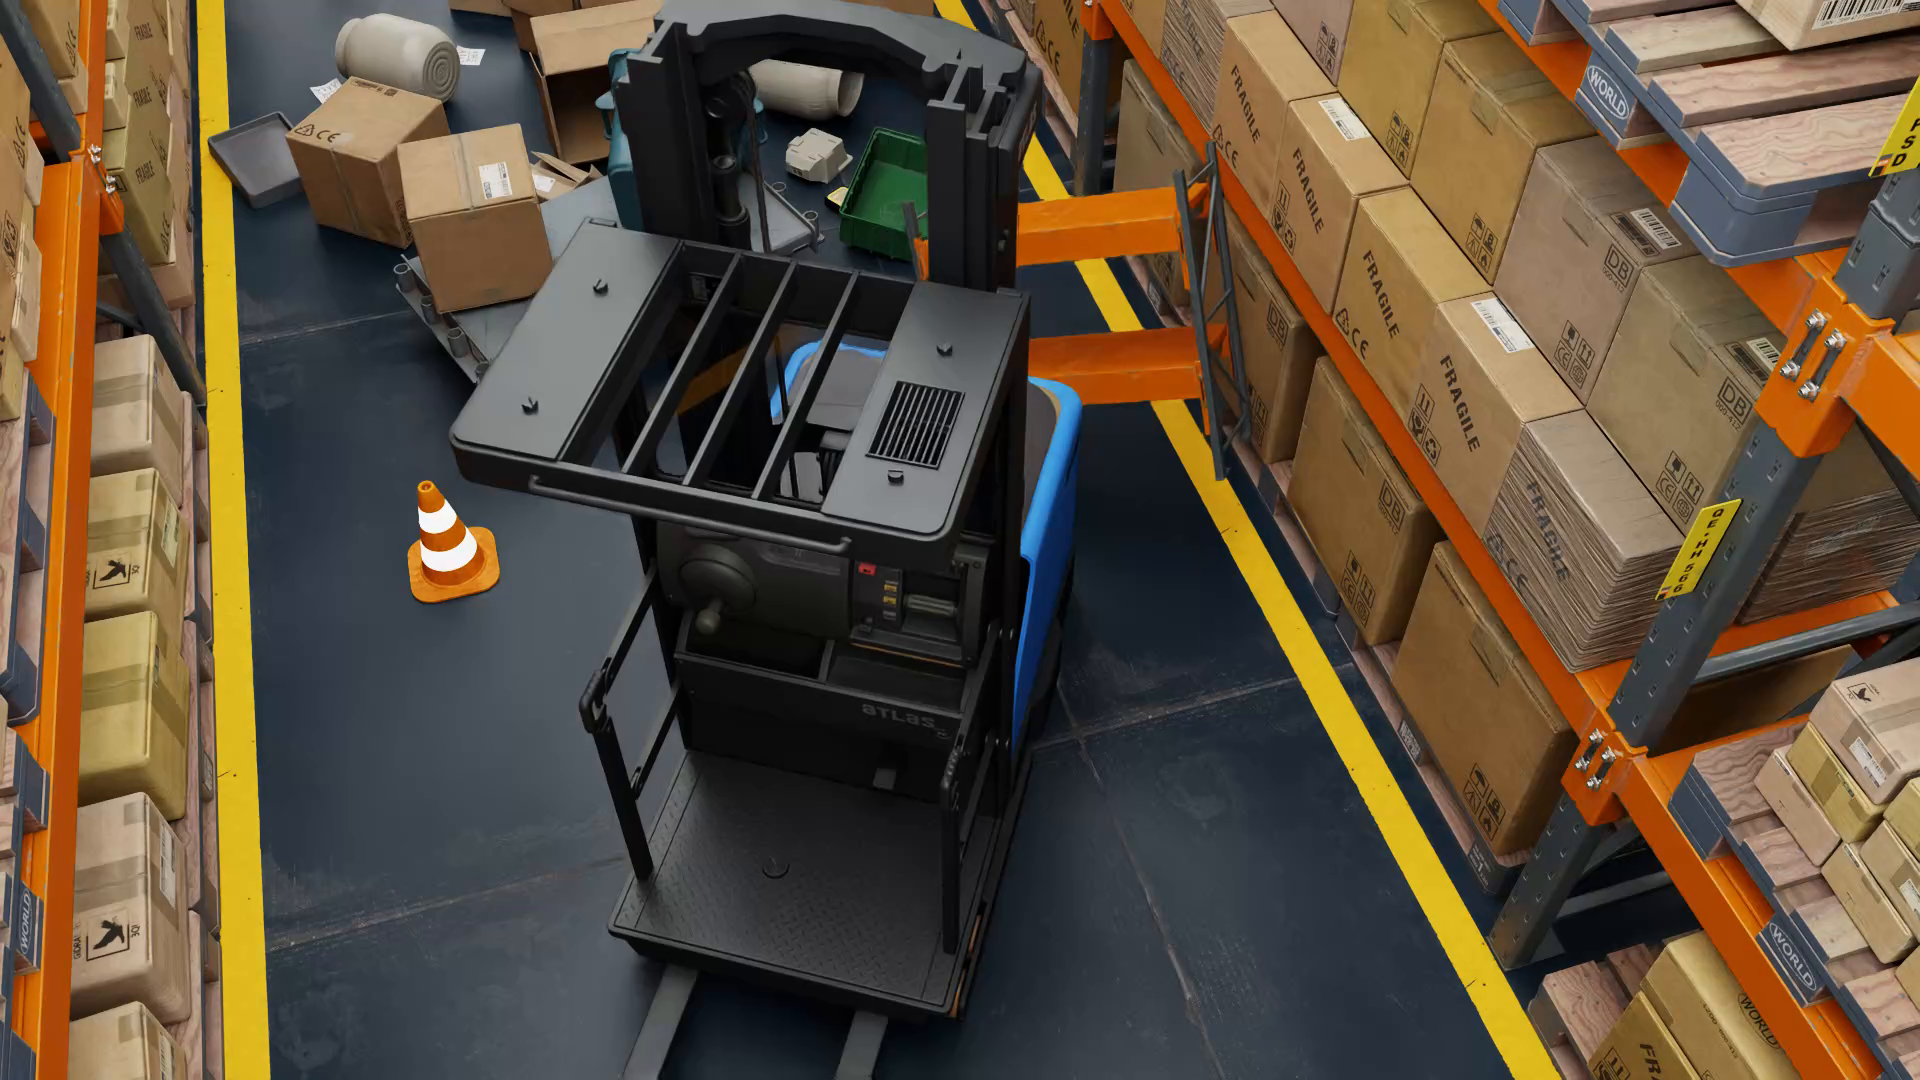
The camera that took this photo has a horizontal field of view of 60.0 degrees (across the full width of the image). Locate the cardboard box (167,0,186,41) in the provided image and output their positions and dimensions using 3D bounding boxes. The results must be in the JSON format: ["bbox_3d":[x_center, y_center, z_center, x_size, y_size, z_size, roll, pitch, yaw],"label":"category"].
[{"bbox_3d":[-4.210,-2.718,8.393,0.500,0.250,0.500,-13,51,-11],"label":"cardboard box"}]

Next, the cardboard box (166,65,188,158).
[{"bbox_3d":[-3.913,-1.973,7.764,0.500,0.250,0.500,-14,51,-11],"label":"cardboard box"}]

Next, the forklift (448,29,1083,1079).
[{"bbox_3d":[-0.439,0.254,4.467,1.129,2.843,3.031,11,51,9],"label":"forklift"}]

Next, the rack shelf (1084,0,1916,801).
[{"bbox_3d":[1.622,-0.958,5.856,1.077,0.370,4.000,-13,51,-11],"label":"rack shelf"}]

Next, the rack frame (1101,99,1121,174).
[{"bbox_3d":[1.033,-2.651,6.813,0.949,2.616,0.053,-13,51,-11],"label":"rack frame"}]

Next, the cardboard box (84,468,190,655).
[{"bbox_3d":[-2.485,2.124,3.010,0.950,2.239,7.527,-10,51,-9],"label":"cardboard box"}]

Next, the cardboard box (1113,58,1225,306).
[{"bbox_3d":[1.300,-1.627,7.147,1.050,0.750,0.750,-14,51,-11],"label":"cardboard box"}]

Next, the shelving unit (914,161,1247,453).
[{"bbox_3d":[0.460,-0.818,6.219,1.030,0.981,0.538,-1,24,24],"label":"shelving unit"}]

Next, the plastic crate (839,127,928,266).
[{"bbox_3d":[-0.273,-1.593,7.722,0.450,0.188,0.662,16,51,0],"label":"plastic crate"}]

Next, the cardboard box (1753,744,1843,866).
[{"bbox_3d":[2.153,0.589,3.971,0.380,0.149,0.250,-14,51,-11],"label":"cardboard box"}]

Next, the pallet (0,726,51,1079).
[{"bbox_3d":[-2.798,1.030,3.835,1.213,0.211,1.003,-13,51,-11],"label":"pallet"}]

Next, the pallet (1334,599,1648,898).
[{"bbox_3d":[2.052,0.577,5.915,1.003,0.211,1.213,-13,51,-11],"label":"pallet"}]

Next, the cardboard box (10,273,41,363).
[{"bbox_3d":[-3.002,-0.636,5.004,0.380,0.149,0.250,-13,51,-11],"label":"cardboard box"}]

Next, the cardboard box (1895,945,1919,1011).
[{"bbox_3d":[2.312,0.982,3.639,0.380,0.149,0.250,-11,51,-9],"label":"cardboard box"}]

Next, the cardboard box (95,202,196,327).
[{"bbox_3d":[-3.585,-1.198,7.112,0.500,0.250,0.500,-15,52,-13],"label":"cardboard box"}]

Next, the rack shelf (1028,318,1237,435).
[{"bbox_3d":[0.506,-0.595,6.309,1.000,0.278,0.538,-1,24,24],"label":"rack shelf"}]

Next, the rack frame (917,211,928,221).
[{"bbox_3d":[-0.005,-0.805,6.424,0.013,0.981,0.475,-1,24,24],"label":"rack frame"}]

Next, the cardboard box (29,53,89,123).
[{"bbox_3d":[-3.455,-1.679,6.157,0.380,0.149,0.250,-14,51,-11],"label":"cardboard box"}]

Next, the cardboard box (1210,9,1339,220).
[{"bbox_3d":[1.224,-1.503,5.780,0.500,0.500,0.500,-14,51,-11],"label":"cardboard box"}]

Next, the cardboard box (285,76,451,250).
[{"bbox_3d":[-2.686,-1.743,7.680,0.500,0.500,0.500,18,52,14],"label":"cardboard box"}]

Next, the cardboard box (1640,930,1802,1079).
[{"bbox_3d":[2.186,1.258,4.387,0.500,0.250,0.500,-15,52,-13],"label":"cardboard box"}]

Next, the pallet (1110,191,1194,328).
[{"bbox_3d":[1.330,-1.205,7.417,1.003,0.211,1.213,-13,51,-11],"label":"pallet"}]

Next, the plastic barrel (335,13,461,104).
[{"bbox_3d":[-2.794,-2.382,8.271,0.512,0.421,0.421,18,52,14],"label":"plastic barrel"}]

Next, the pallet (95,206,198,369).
[{"bbox_3d":[-3.901,-1.041,7.279,1.003,0.211,1.213,-13,51,-11],"label":"pallet"}]

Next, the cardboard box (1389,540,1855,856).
[{"bbox_3d":[2.119,0.396,5.441,1.050,0.750,0.750,-14,51,-11],"label":"cardboard box"}]

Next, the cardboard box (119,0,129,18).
[{"bbox_3d":[-3.801,-2.325,7.147,0.380,0.149,0.250,-11,51,-9],"label":"cardboard box"}]

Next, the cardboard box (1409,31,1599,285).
[{"bbox_3d":[1.785,-1.157,4.834,0.700,0.500,0.500,-14,51,-12],"label":"cardboard box"}]

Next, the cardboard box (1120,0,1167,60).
[{"bbox_3d":[0.929,-2.238,6.399,0.500,0.500,0.500,-13,51,-11],"label":"cardboard box"}]

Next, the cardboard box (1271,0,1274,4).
[{"bbox_3d":[1.337,-2.268,5.771,0.700,0.500,0.500,-14,51,-12],"label":"cardboard box"}]

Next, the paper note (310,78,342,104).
[{"bbox_3d":[-3.202,-2.283,8.444,0.142,0.019,0.148,-30,56,-23],"label":"paper note"}]

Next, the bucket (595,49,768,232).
[{"bbox_3d":[-1.212,-1.663,7.127,0.726,0.611,0.620,2,60,2],"label":"bucket"}]

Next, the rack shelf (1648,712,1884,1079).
[{"bbox_3d":[2.805,1.878,3.291,0.919,0.052,3.809,-13,51,-11],"label":"rack shelf"}]

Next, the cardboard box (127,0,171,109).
[{"bbox_3d":[-3.906,-2.207,7.472,0.500,0.500,0.500,-11,51,-9],"label":"cardboard box"}]

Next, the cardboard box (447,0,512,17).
[{"bbox_3d":[-2.534,-2.960,8.938,0.380,0.149,0.250,10,51,8],"label":"cardboard box"}]

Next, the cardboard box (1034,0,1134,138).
[{"bbox_3d":[0.911,-2.576,7.864,0.875,0.875,0.875,-13,51,-10],"label":"cardboard box"}]

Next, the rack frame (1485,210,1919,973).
[{"bbox_3d":[2.213,0.271,4.349,1.000,3.000,0.127,-13,51,-11],"label":"rack frame"}]
